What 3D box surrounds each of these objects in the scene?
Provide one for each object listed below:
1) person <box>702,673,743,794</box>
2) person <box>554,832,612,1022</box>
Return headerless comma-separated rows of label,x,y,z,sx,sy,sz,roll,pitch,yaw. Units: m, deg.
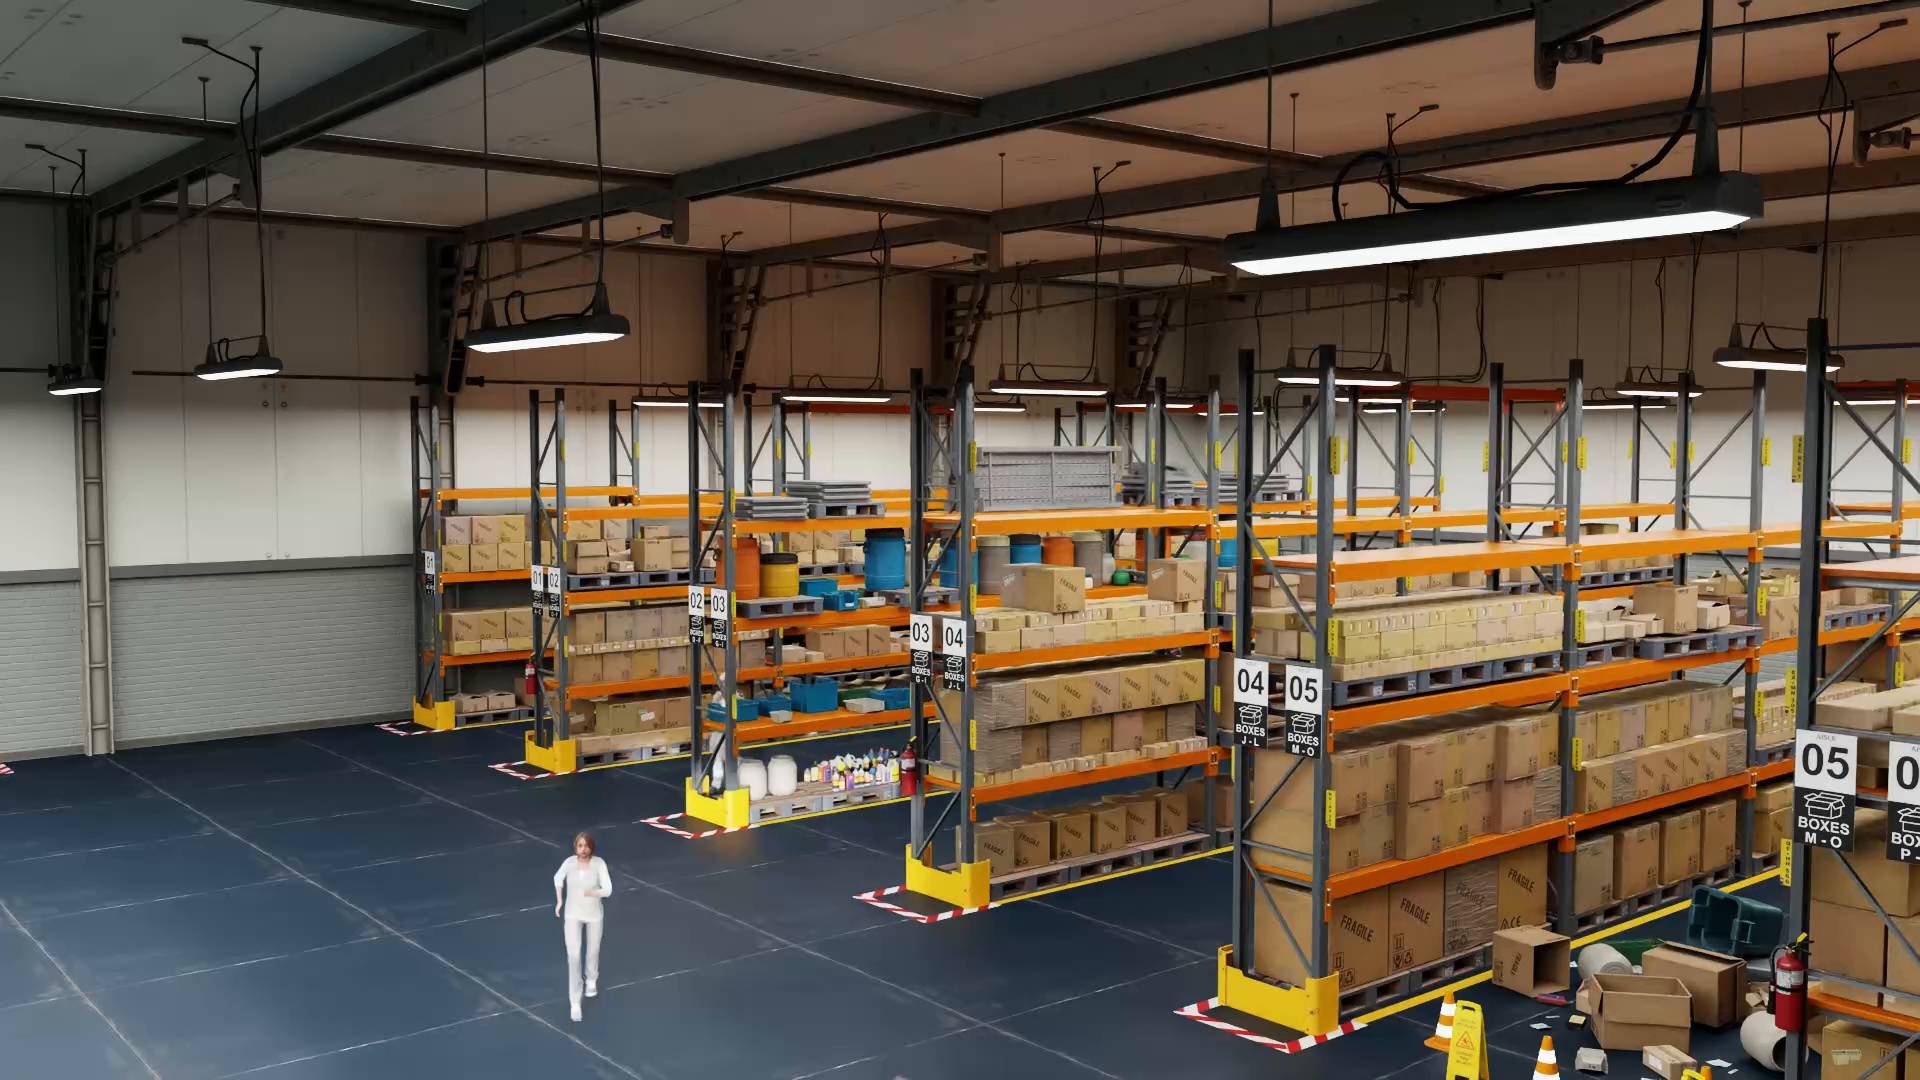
person,-3.463,2.837,24.592,0.653,1.758,0.818,3,5,43
person,-3.423,3.477,15.121,0.510,1.617,0.737,-1,3,-13
